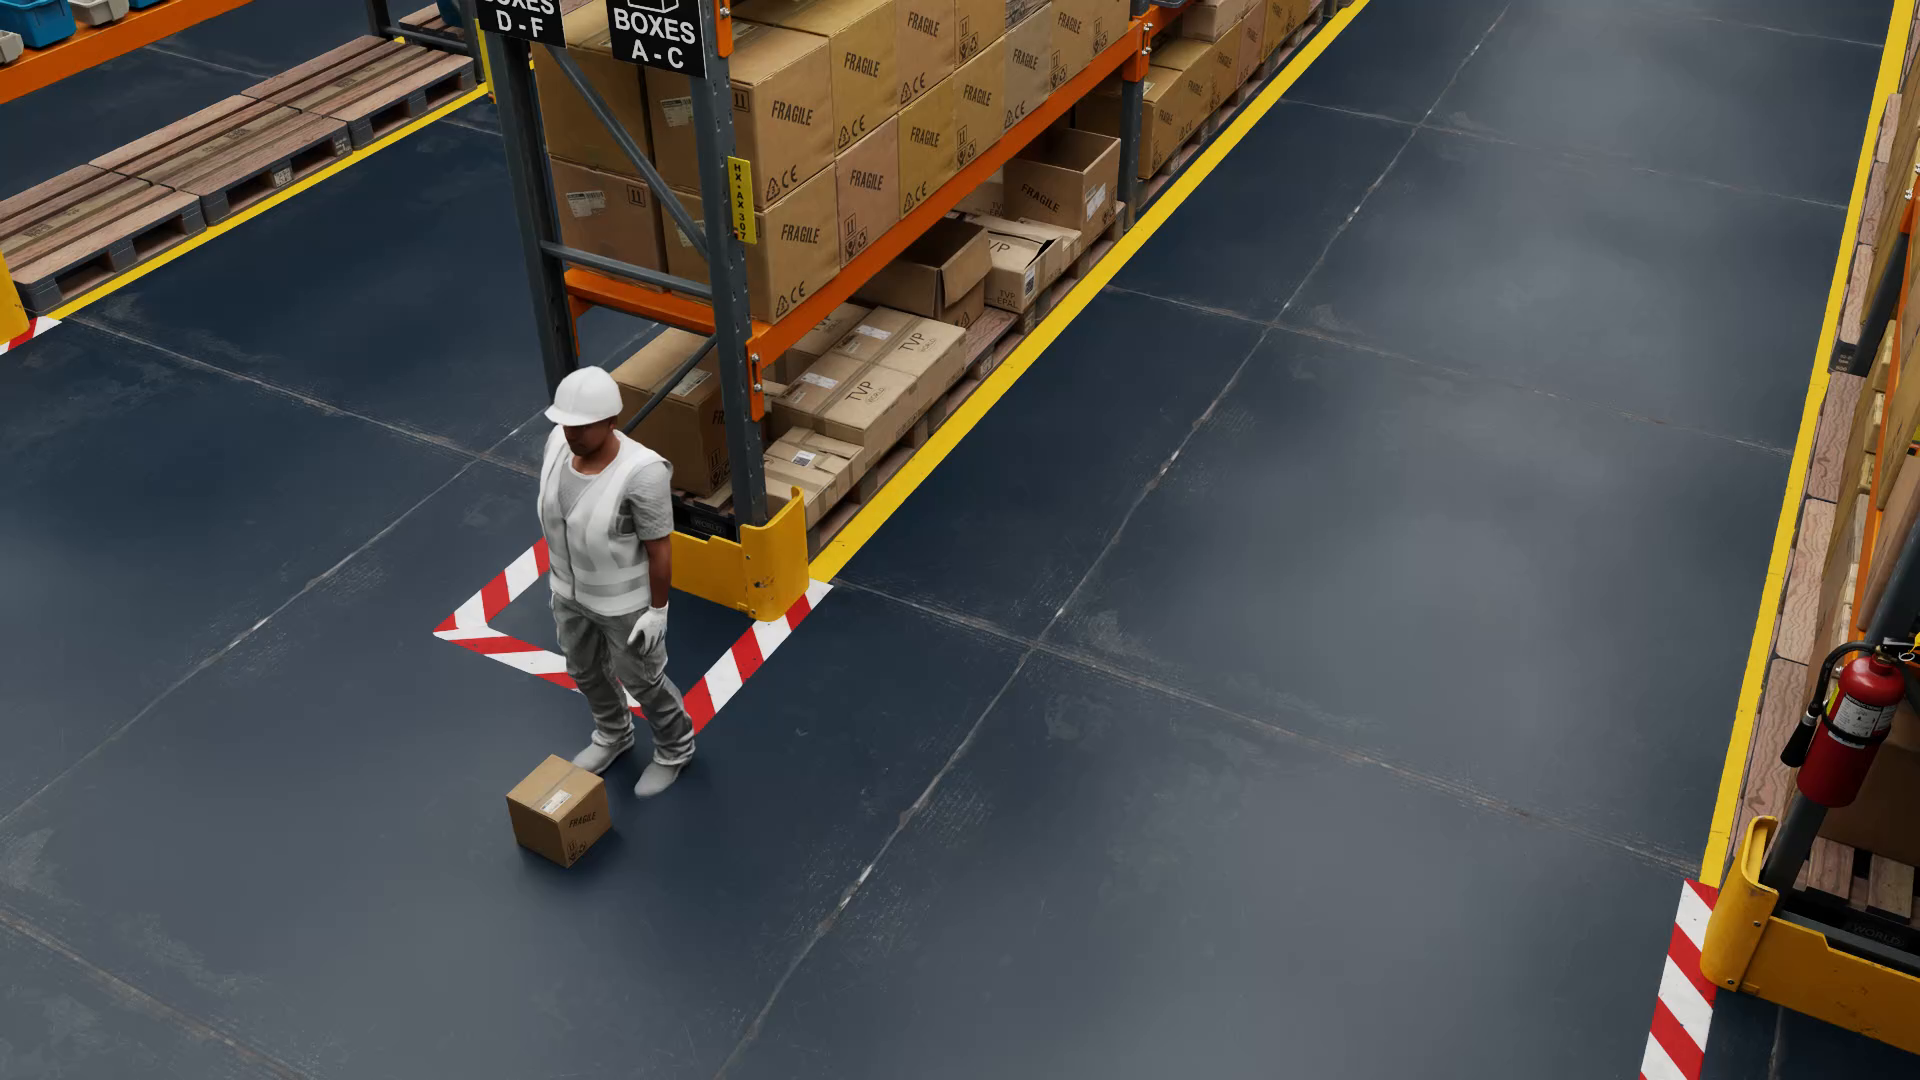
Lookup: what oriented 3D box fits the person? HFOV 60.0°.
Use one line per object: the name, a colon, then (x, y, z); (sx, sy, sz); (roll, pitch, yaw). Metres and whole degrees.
person: (-1.244, 0.186, 5.914); (0.549, 1.795, 0.393); (22, 43, 26)
